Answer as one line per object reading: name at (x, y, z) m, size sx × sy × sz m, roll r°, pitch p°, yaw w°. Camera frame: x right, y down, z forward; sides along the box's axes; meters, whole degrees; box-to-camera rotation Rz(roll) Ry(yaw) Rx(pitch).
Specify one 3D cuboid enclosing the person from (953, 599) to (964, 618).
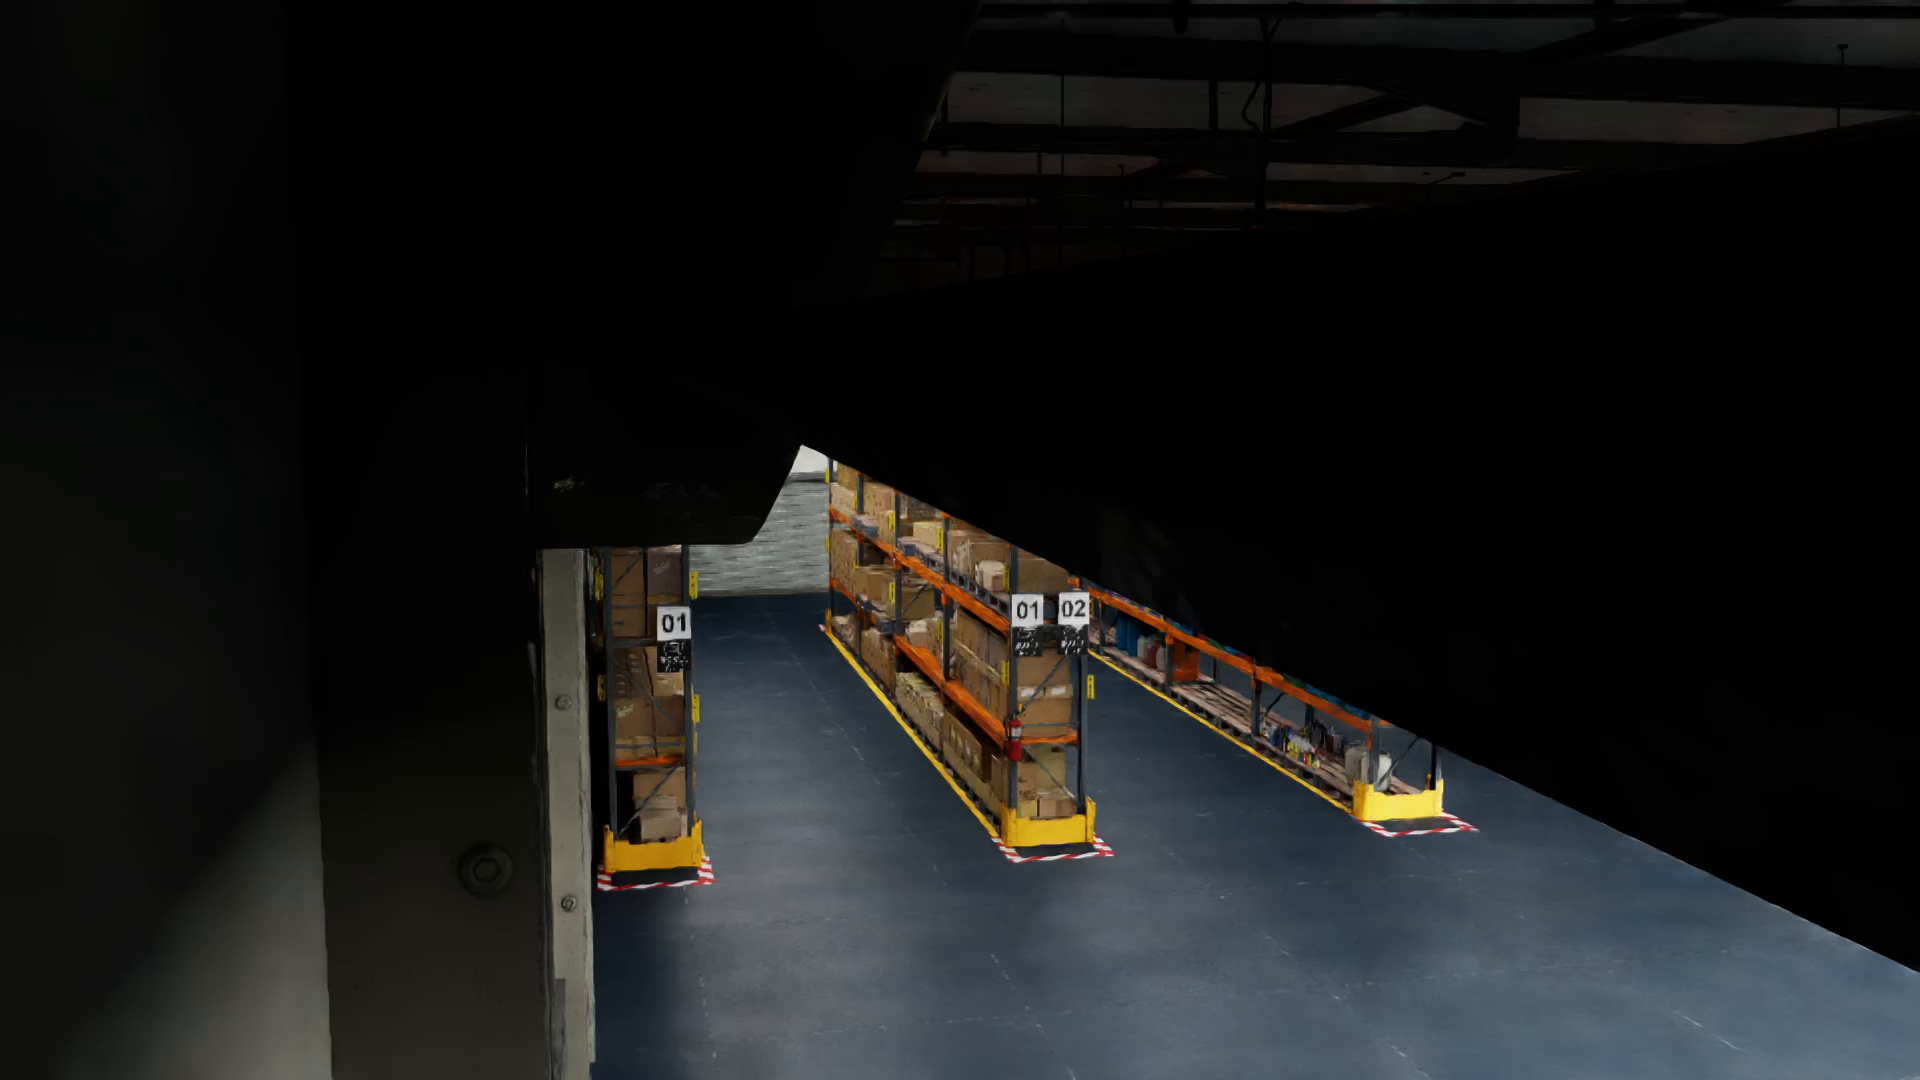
person at (0.120, 1.600, 32.732) m, size 0.591 × 1.716 × 1.042 m, roll -2°, pitch 7°, yaw -13°
